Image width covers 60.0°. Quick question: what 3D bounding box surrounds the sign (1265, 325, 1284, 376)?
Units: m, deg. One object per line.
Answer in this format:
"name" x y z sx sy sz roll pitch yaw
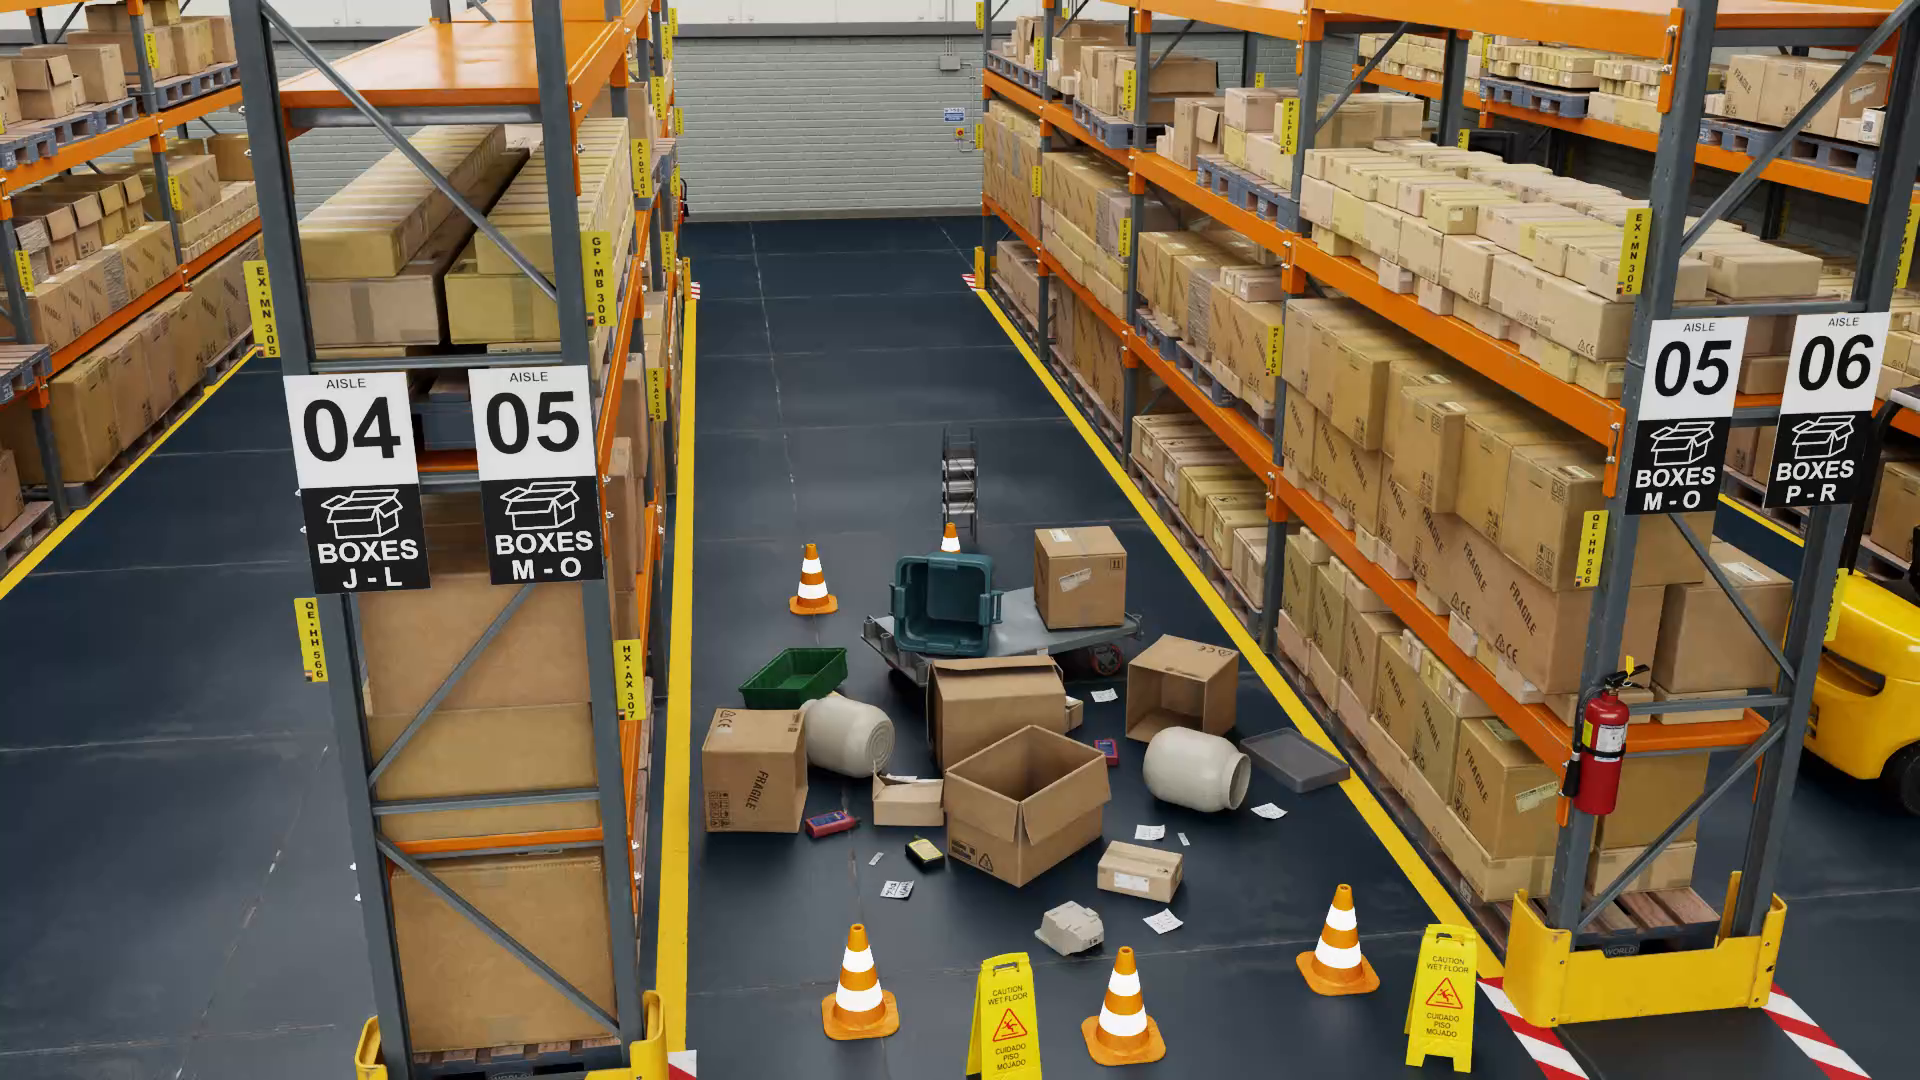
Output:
"sign" 1.981 -1.192 10.466 0.100 0.325 0.005 -3 21 -8

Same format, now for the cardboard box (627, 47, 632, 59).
"cardboard box" -3.415 -4.273 15.335 0.797 0.503 0.637 -3 21 -8

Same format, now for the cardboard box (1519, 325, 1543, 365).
"cardboard box" 2.705 -0.869 7.328 0.380 0.149 0.250 -2 21 -6

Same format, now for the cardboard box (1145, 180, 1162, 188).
"cardboard box" 1.983 -3.113 15.693 0.500 0.500 0.500 -2 21 -6

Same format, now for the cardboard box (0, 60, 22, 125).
"cardboard box" -8.224 -3.715 13.845 0.500 0.500 0.500 -2 21 -5

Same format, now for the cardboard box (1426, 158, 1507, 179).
"cardboard box" 2.853 -2.060 9.378 0.380 0.149 0.250 -2 21 -6

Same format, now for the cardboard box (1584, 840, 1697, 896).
"cardboard box" 3.263 1.504 8.232 0.500 0.250 0.500 -3 21 -8

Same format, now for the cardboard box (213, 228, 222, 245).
"cardboard box" -8.297 -3.312 18.156 0.380 0.149 0.250 -3 21 -9

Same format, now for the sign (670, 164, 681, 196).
"sign" -2.959 -3.736 17.276 0.100 0.325 0.005 -3 21 -8

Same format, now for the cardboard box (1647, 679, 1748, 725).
"cardboard box" 3.262 0.696 7.426 0.380 0.149 0.250 -3 21 -8

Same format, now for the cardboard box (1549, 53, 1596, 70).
"cardboard box" 6.150 -4.803 16.691 0.380 0.149 0.250 -3 21 -7

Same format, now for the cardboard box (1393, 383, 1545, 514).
"cardboard box" 2.575 -0.461 8.167 0.700 0.500 0.500 -3 21 -8

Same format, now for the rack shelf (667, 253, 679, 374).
"rack shelf" -3.219 -2.135 15.673 1.077 0.370 4.000 -3 21 -8

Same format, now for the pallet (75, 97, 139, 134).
"pallet" -8.249 -3.950 15.490 0.805 0.209 1.217 -4 21 -10

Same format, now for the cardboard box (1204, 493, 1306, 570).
"cardboard box" 2.344 -0.075 12.285 0.950 0.372 0.625 -2 21 -4

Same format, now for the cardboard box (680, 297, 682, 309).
"cardboard box" -3.565 -2.889 20.138 0.380 0.149 0.250 -4 21 -10

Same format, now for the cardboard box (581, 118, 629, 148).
"cardboard box" -1.986 -2.188 8.977 0.380 0.149 0.250 -3 21 -8

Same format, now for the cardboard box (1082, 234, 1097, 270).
"cardboard box" 1.460 -2.736 15.755 0.500 0.250 0.500 -3 21 -9

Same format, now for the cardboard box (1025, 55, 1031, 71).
"cardboard box" 0.929 -5.276 18.385 0.380 0.149 0.250 -2 21 -6

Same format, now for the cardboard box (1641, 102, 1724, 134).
"cardboard box" 6.550 -3.816 15.073 0.500 0.250 0.500 -4 21 -10

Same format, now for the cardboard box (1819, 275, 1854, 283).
"cardboard box" 6.948 -2.009 13.239 0.380 0.149 0.250 -3 21 -8

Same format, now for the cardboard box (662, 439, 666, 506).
"cardboard box" -2.932 -0.707 13.436 1.050 0.750 0.750 -3 21 -8

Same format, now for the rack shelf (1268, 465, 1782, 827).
"rack shelf" 2.818 0.351 9.019 1.077 0.370 4.000 -3 21 -8

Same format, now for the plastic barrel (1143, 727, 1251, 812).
"plastic barrel" 1.310 1.274 9.200 0.512 0.421 0.421 12 24 30

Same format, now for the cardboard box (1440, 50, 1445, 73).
"cardboard box" 5.885 -5.509 19.180 0.500 0.250 0.500 -4 21 -10

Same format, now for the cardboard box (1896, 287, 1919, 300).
"cardboard box" 7.471 -1.858 12.833 0.380 0.149 0.250 -3 21 -8

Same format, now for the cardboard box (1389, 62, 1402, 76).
"cardboard box" 5.590 -5.890 20.771 0.380 0.149 0.250 -3 21 -8

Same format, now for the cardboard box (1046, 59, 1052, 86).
"cardboard box" 1.102 -4.797 17.077 0.396 0.266 0.258 -3 21 -8

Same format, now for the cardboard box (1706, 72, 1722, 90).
"cardboard box" 6.522 -4.081 14.787 0.380 0.149 0.250 -2 21 -6

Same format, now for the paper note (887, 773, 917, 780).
"paper note" -0.348 1.378 9.494 0.172 0.023 0.155 4 21 11

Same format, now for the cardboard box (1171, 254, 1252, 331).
"cardboard box" 1.954 -1.916 12.890 0.500 0.500 0.500 -3 21 -7

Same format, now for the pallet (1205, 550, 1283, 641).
"pallet" 2.416 0.358 11.956 1.003 0.211 1.213 -3 21 -8

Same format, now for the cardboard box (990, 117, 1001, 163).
"cardboard box" 0.668 -4.990 20.717 0.500 0.500 0.500 -3 21 -9

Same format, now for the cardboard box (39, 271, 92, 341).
"cardboard box" -7.731 -1.971 14.064 0.500 0.500 0.500 -3 21 -9

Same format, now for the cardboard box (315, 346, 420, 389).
"cardboard box" -2.161 -0.638 5.967 0.380 0.149 0.250 -3 21 -8

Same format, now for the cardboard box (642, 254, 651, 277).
"cardboard box" -2.807 -2.308 14.018 0.380 0.149 0.250 -3 21 -8

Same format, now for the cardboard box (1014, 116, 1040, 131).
"cardboard box" 0.845 -4.889 19.519 0.380 0.149 0.250 -3 21 -8

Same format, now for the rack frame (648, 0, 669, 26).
"rack frame" -4.084 -7.359 20.059 1.000 3.000 0.127 -3 21 -8

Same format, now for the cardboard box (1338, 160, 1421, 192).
"cardboard box" 2.347 -2.034 9.307 0.380 0.149 0.250 -4 21 -10

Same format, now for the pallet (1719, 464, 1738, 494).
"pallet" 6.944 -0.722 14.848 1.003 0.211 1.213 -3 21 -8

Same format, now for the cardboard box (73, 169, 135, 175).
"cardboard box" -8.761 -3.515 17.058 0.500 0.500 0.500 -2 21 -6

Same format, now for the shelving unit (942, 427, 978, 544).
"shelving unit" -0.001 -0.424 13.066 0.258 0.900 0.210 -3 21 -8

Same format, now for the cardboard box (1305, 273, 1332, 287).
"cardboard box" 2.553 -1.917 11.967 0.380 0.149 0.250 -2 21 -5

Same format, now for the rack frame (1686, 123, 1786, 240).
"rack frame" 6.864 -2.316 15.129 1.000 3.000 0.127 -3 21 -8

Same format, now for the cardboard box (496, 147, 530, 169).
"cardboard box" -2.561 -1.929 8.852 0.500 0.250 0.500 -3 21 -7

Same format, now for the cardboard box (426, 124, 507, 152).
"cardboard box" -2.638 -2.156 8.890 0.380 0.149 0.250 -3 21 -7

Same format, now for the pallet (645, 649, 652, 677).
"pallet" -2.540 0.649 11.178 1.003 0.211 1.213 -3 21 -8

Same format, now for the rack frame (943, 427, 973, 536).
"rack frame" -0.016 -0.460 13.160 0.240 0.900 0.006 -3 21 -8

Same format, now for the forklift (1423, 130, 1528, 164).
"forklift" 4.418 -1.906 14.130 1.130 2.935 3.031 -3 21 -8

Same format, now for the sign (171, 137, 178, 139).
"sign" -9.557 -4.751 20.298 0.100 0.325 0.005 -3 21 -8

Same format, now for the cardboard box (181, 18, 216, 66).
"cardboard box" -8.917 -5.651 18.887 0.700 0.500 0.500 -4 21 -10

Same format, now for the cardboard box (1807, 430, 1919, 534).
"cardboard box" 7.250 -0.464 12.965 0.875 0.625 0.625 -3 21 -8

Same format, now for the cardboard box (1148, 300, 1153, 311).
"cardboard box" 1.816 -2.021 14.099 0.380 0.149 0.250 -4 21 -11

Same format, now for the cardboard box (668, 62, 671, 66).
"cardboard box" -3.618 -5.391 19.291 0.500 0.250 0.500 -2 21 -5

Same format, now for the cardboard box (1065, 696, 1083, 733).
"cardboard box" 0.523 0.992 10.180 0.396 0.266 0.258 17 27 39

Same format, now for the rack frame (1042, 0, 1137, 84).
"rack frame" 1.376 -6.259 17.113 1.000 3.000 0.127 -3 21 -8
